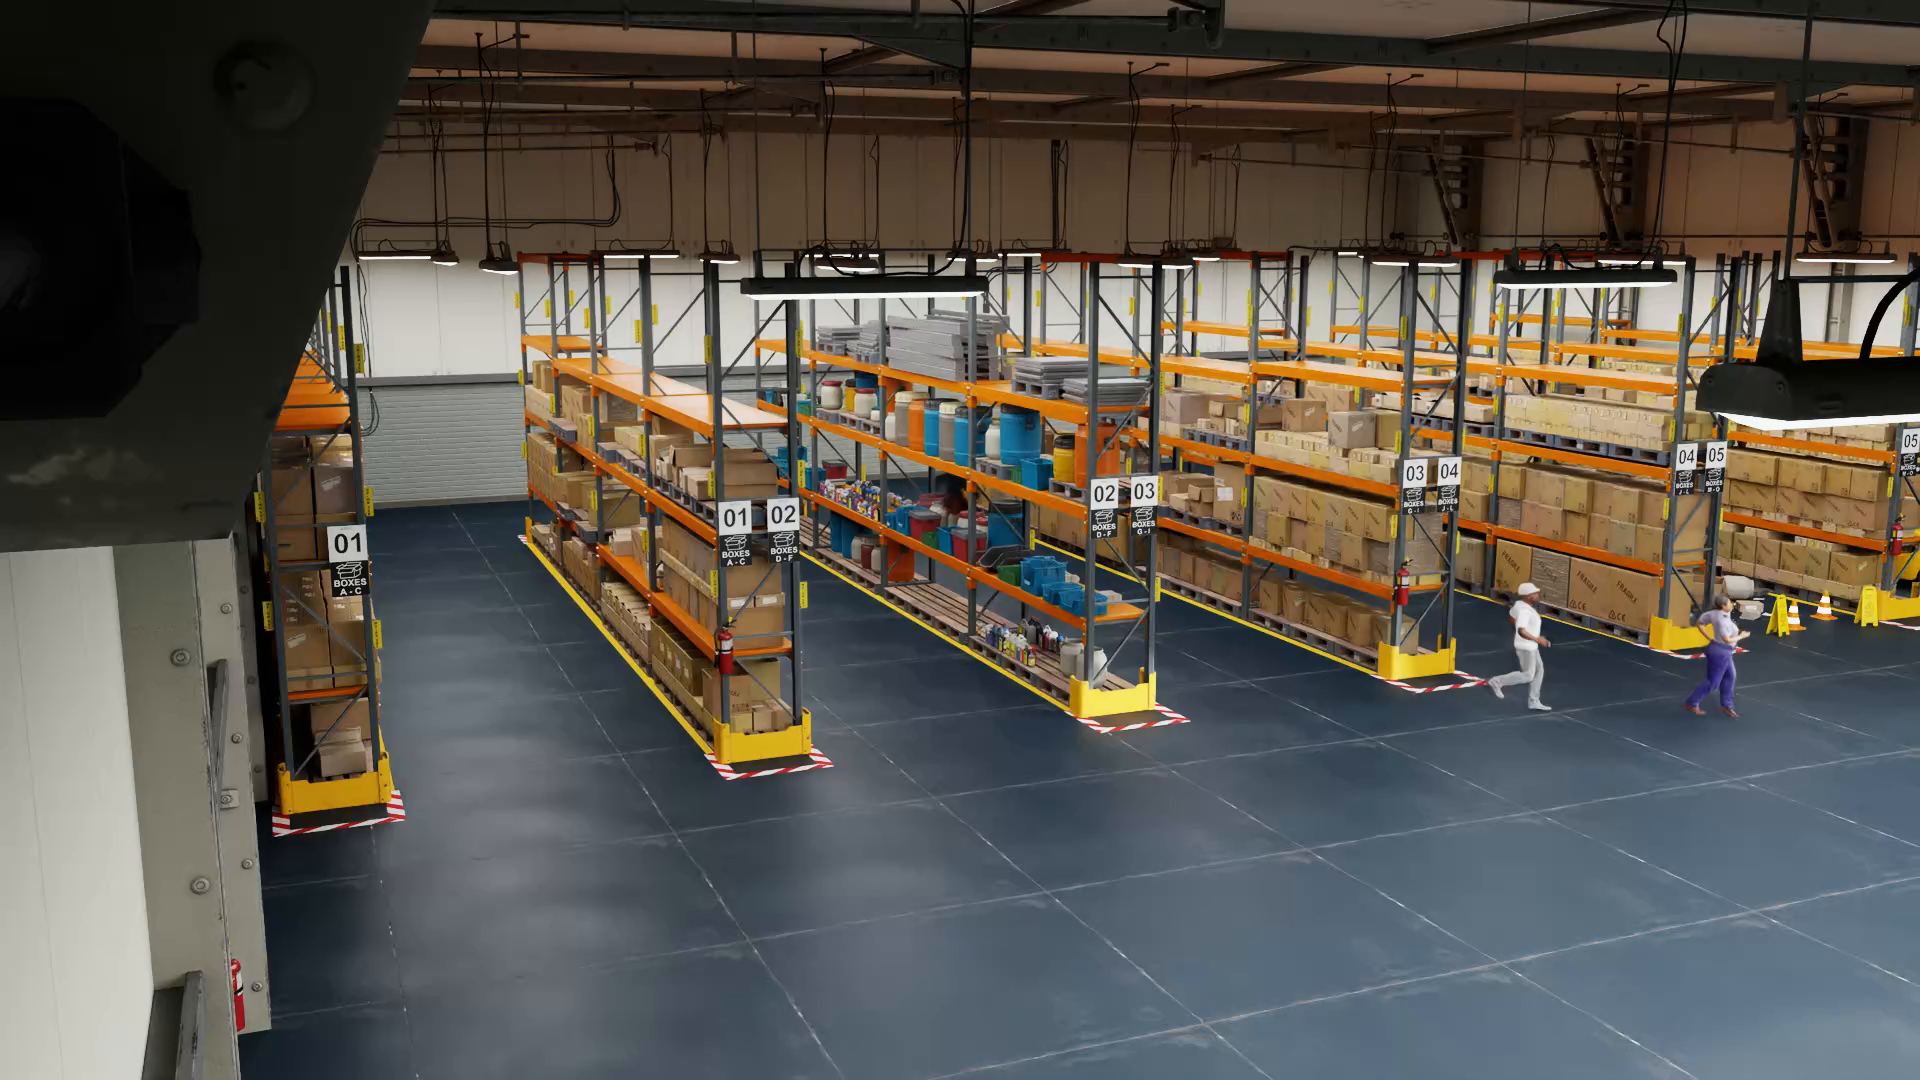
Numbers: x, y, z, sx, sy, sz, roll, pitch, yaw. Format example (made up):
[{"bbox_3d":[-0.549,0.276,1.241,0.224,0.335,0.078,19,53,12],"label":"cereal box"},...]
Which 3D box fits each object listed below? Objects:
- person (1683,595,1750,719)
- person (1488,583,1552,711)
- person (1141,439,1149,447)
[{"bbox_3d":[9.994,1.559,21.962,0.747,1.696,0.592,2,11,13],"label":"person"},{"bbox_3d":[7.590,1.432,22.418,0.839,1.752,0.711,3,11,18],"label":"person"},{"bbox_3d":[4.216,-1.474,38.156,0.701,1.859,0.884,-3,11,-18],"label":"person"}]
